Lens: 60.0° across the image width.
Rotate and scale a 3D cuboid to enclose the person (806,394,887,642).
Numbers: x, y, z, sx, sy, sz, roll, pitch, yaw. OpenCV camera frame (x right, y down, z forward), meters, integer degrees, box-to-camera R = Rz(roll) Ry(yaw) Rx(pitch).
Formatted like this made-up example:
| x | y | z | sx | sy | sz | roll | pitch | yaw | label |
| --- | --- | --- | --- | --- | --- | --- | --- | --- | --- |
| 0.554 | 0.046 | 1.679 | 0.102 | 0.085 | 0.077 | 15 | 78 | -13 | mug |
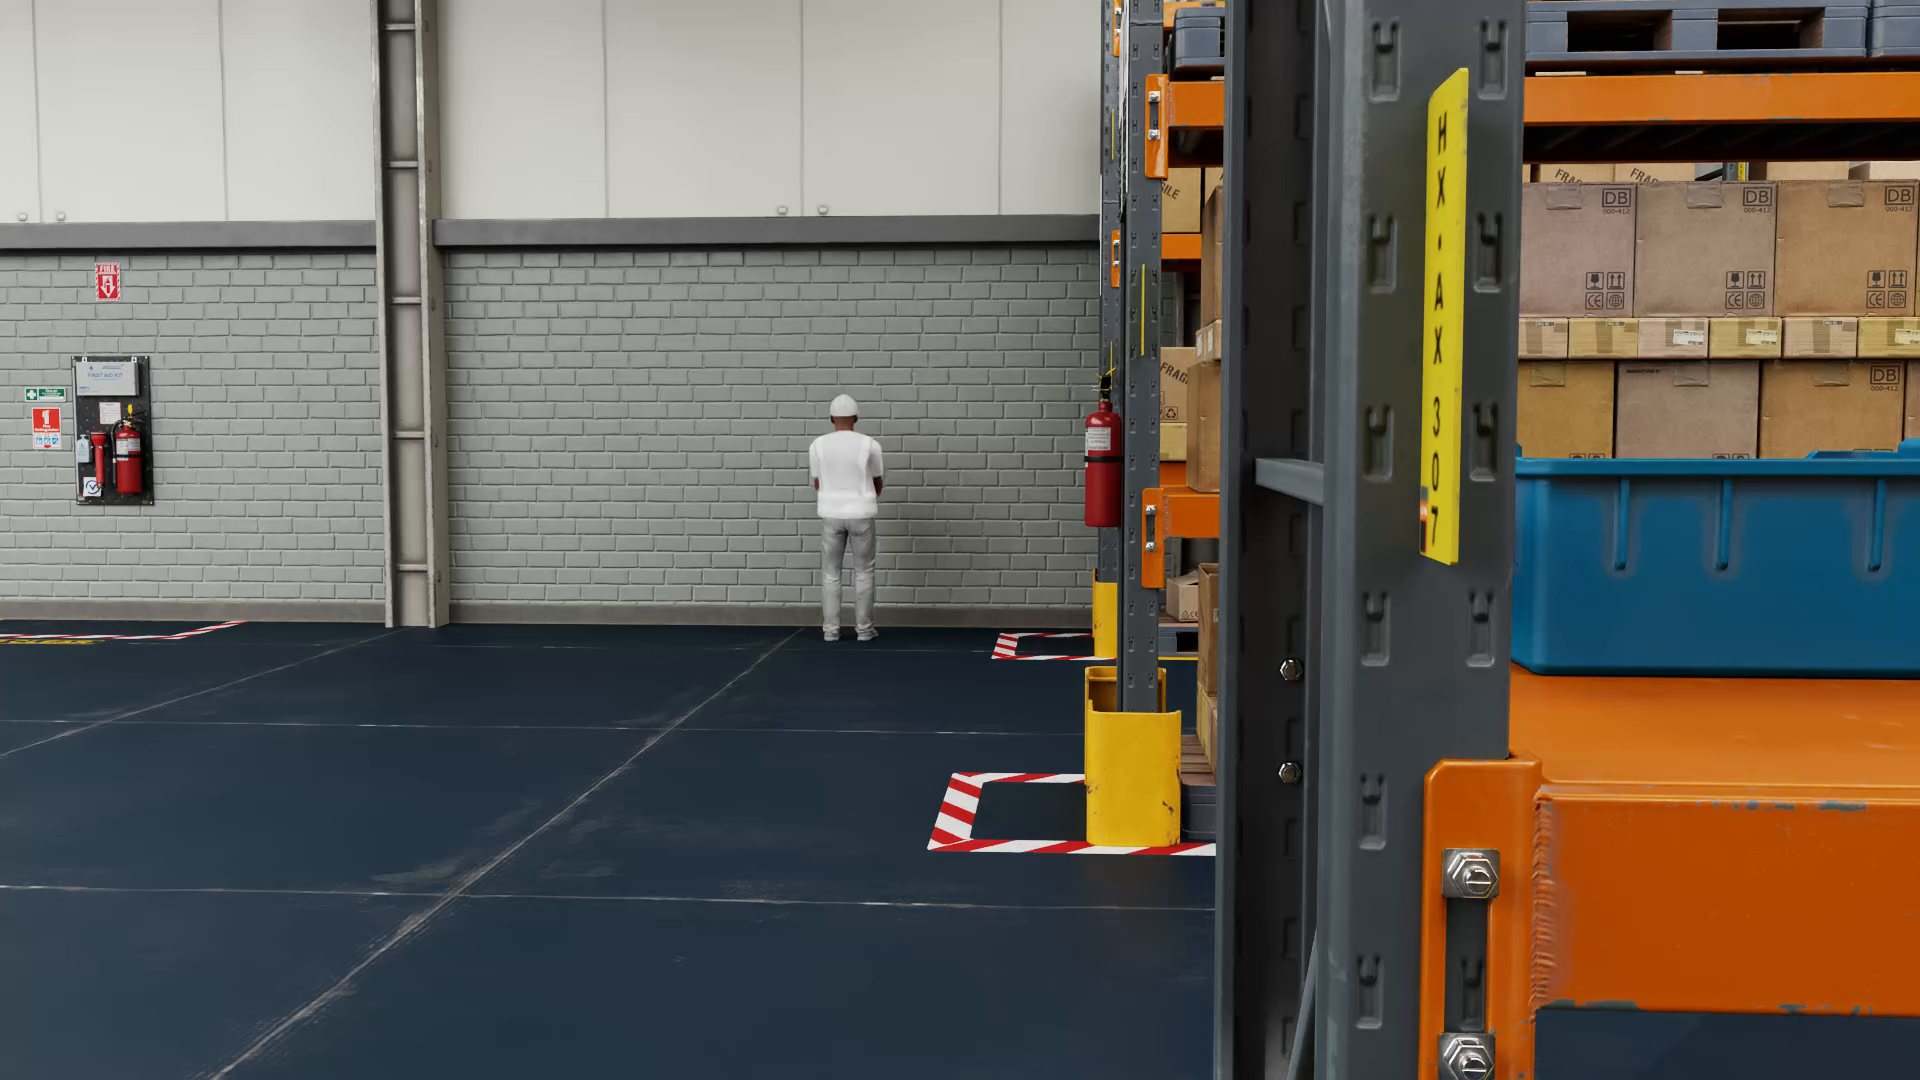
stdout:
| x | y | z | sx | sy | sz | roll | pitch | yaw | label |
| --- | --- | --- | --- | --- | --- | --- | --- | --- | --- |
| -0.809 | -0.159 | 11.951 | 0.575 | 1.765 | 0.458 | 0 | 4 | 3 | person |
